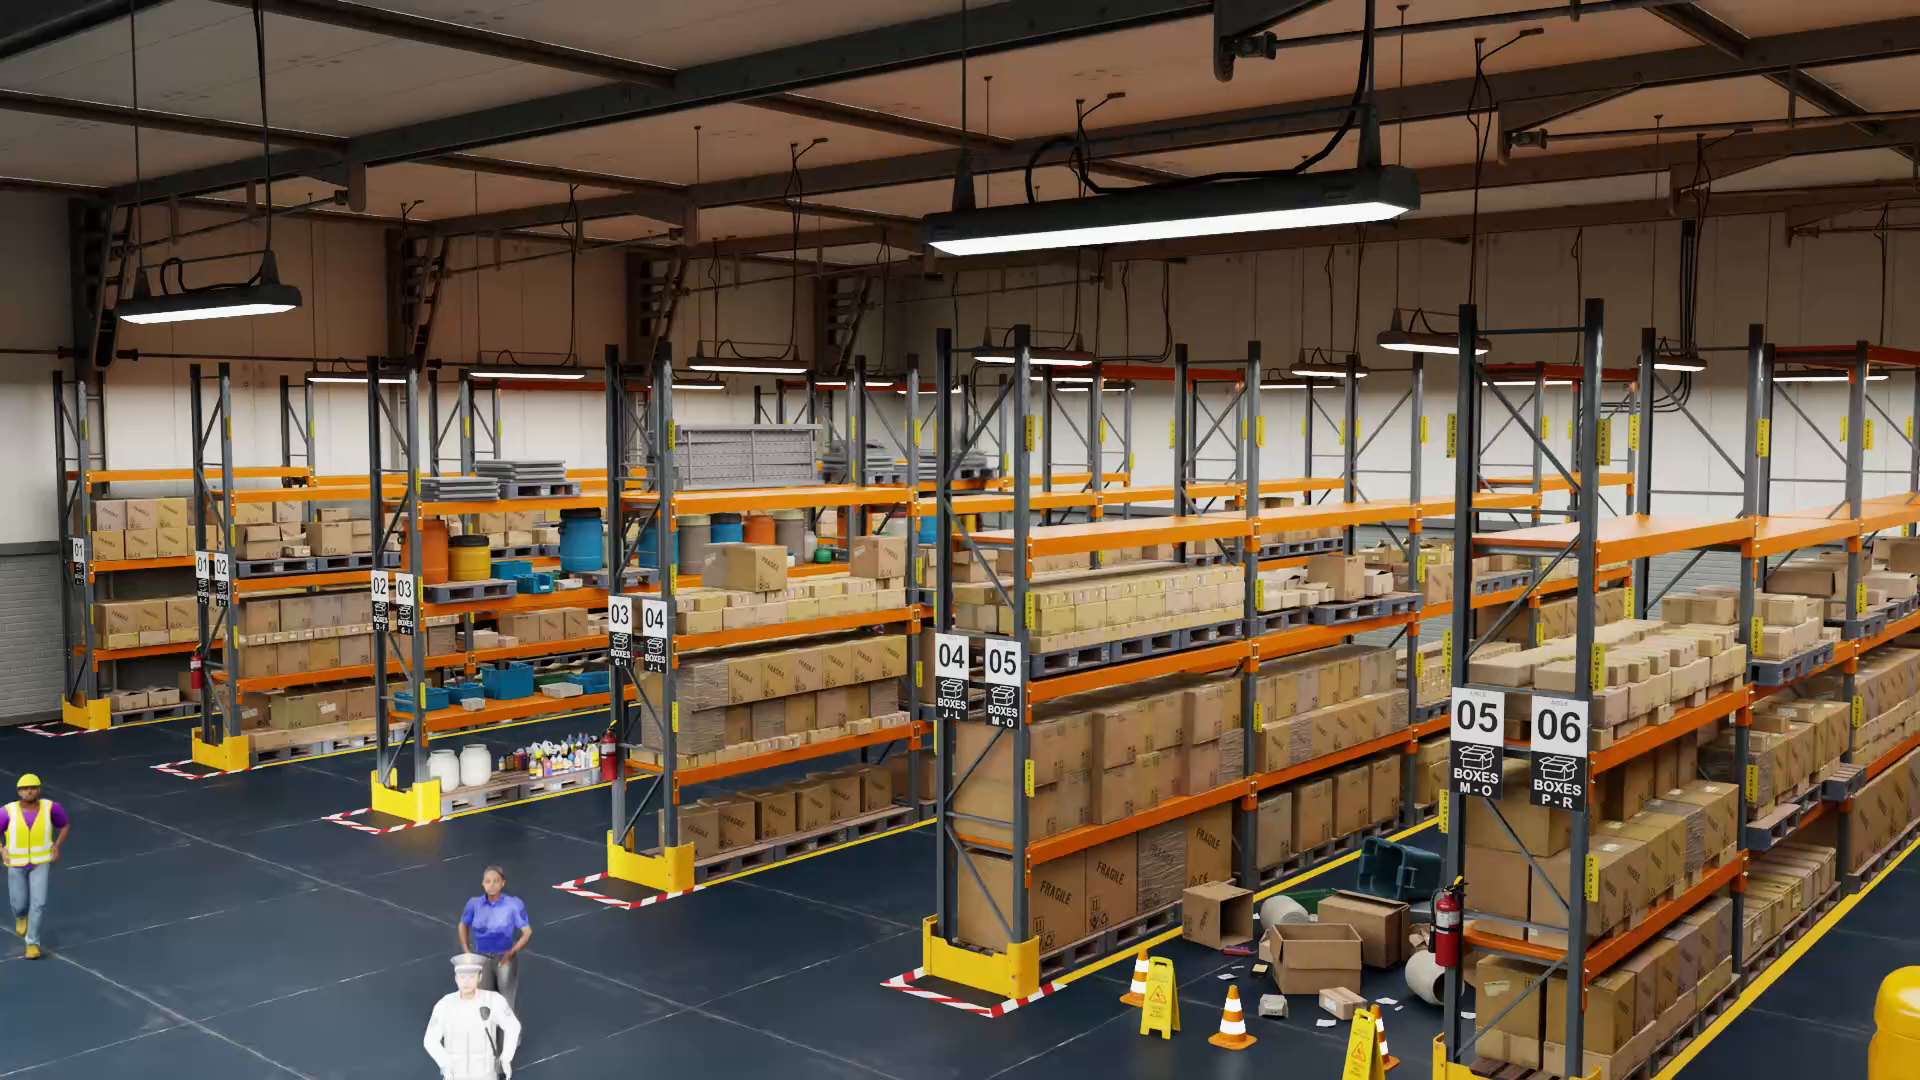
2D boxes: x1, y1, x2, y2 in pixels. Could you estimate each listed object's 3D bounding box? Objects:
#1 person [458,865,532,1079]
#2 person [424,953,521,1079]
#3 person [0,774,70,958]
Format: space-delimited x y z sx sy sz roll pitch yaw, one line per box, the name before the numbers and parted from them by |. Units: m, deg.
person | -3.705 3.404 13.243 0.585 1.636 0.692 -1 4 -7
person | -3.245 3.551 11.045 0.614 1.658 0.526 -1 4 -10
person | -9.029 3.127 16.162 0.697 1.741 0.768 -3 5 -31
